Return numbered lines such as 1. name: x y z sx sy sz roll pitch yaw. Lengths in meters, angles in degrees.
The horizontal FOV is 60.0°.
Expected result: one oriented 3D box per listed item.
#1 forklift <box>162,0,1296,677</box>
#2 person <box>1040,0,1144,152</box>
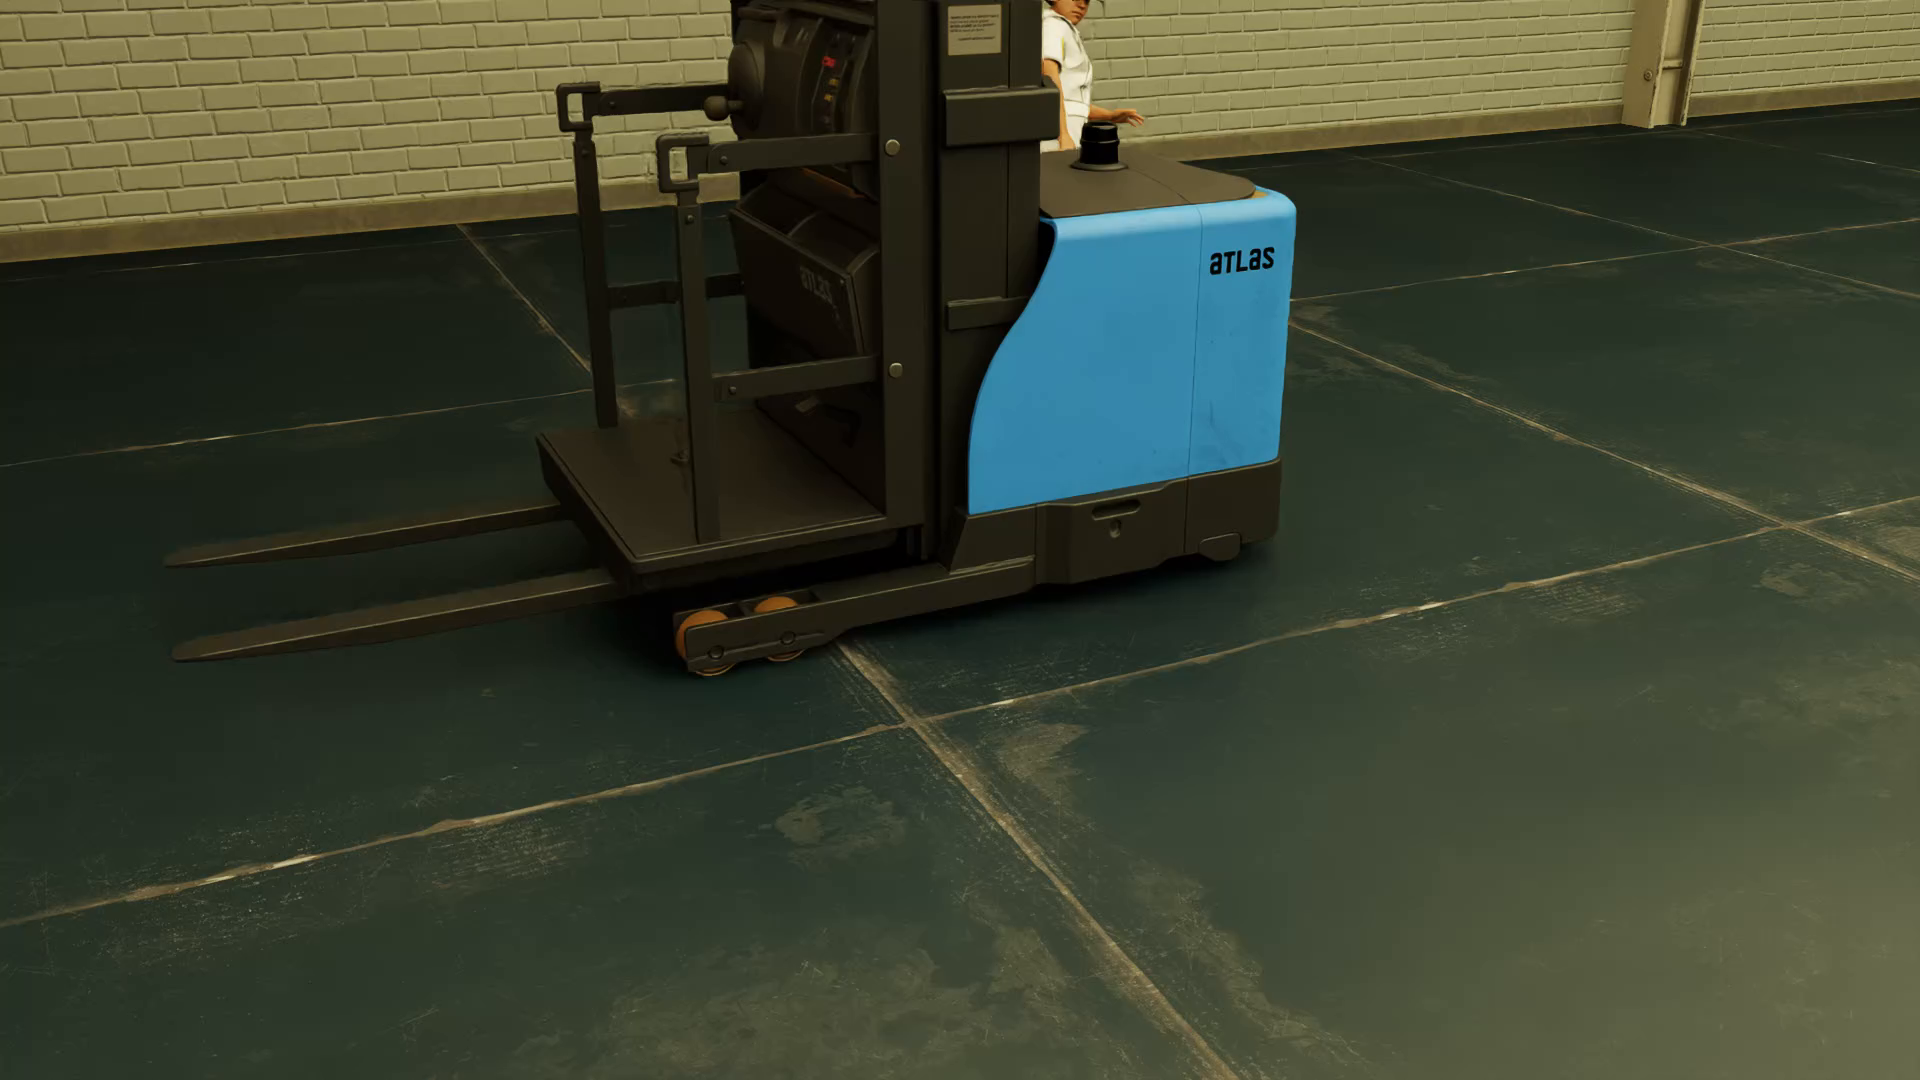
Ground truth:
1. forklift: -0.605 -1.234 4.258 3.031 2.935 1.130 -10 25 -23
2. person: 0.529 -1.714 7.277 0.756 1.518 0.714 -12 25 -27
